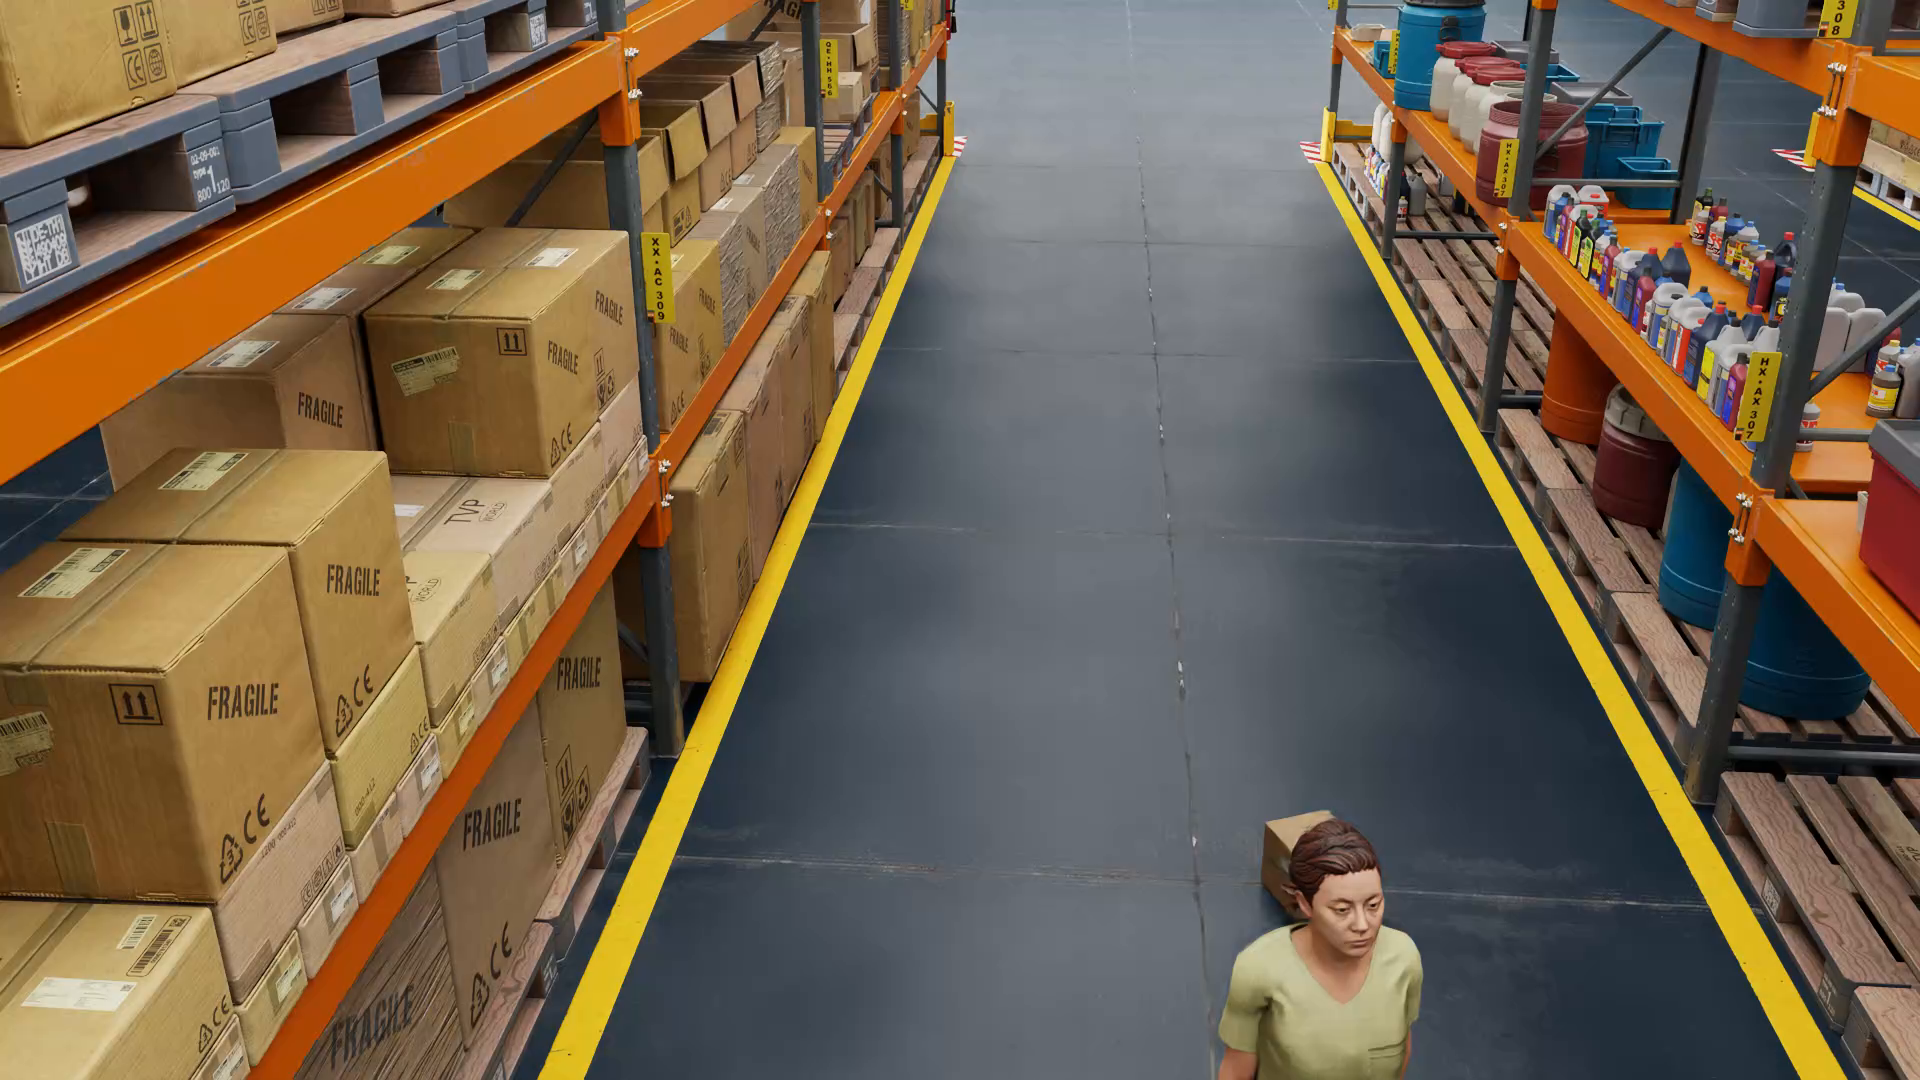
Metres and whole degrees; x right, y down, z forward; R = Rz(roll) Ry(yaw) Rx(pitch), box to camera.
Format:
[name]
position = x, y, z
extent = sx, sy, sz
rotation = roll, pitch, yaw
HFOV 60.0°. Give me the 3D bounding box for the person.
[person]
position = 0.765, 1.395, 3.612
extent = 0.446, 1.703, 0.517
rotation = -1, 25, -2
